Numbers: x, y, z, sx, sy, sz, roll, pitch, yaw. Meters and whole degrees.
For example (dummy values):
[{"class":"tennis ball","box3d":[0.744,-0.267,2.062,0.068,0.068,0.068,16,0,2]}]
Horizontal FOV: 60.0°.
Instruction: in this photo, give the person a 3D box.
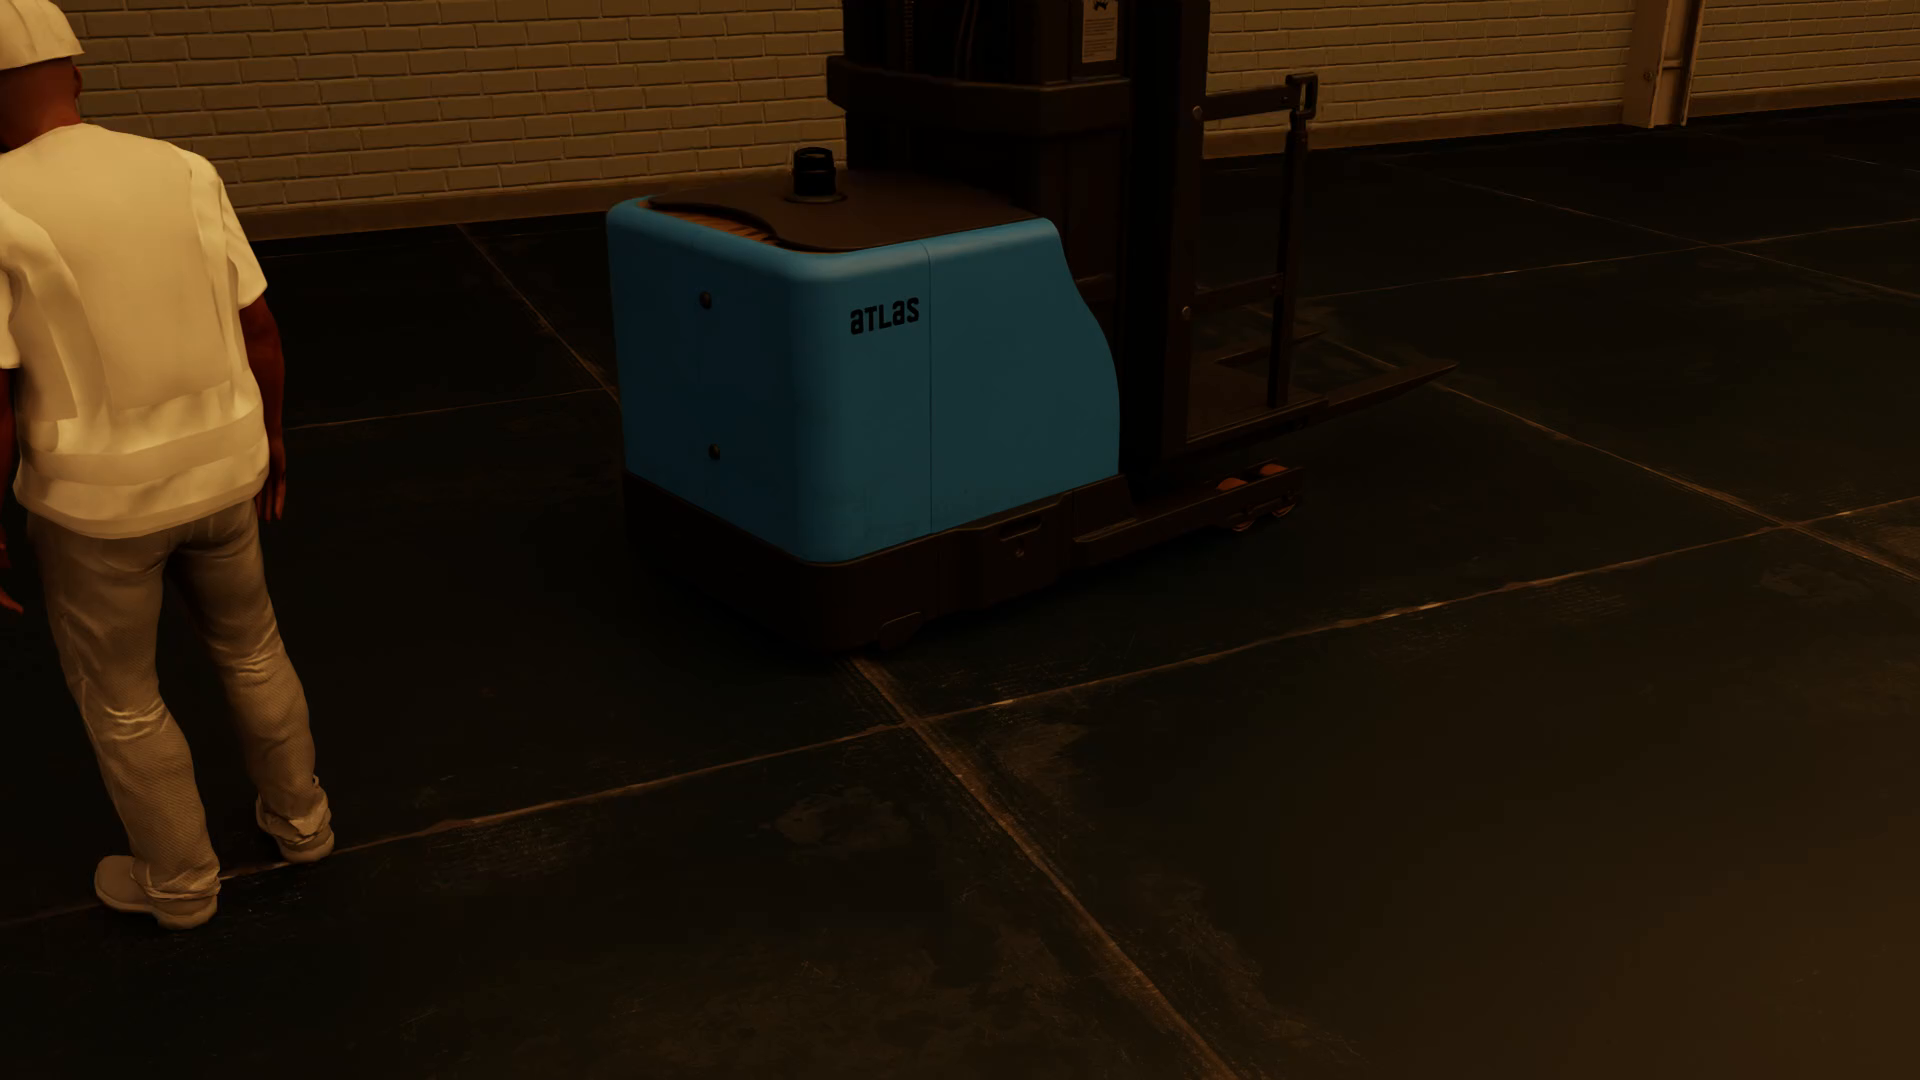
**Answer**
[{"class":"person","box3d":[-1.532,-0.110,3.084,0.460,1.759,0.629,15,27,32]}]

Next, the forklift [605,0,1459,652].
[{"class":"forklift","box3d":[0.463,-1.515,4.934,3.031,2.935,1.130,-18,29,-37]}]
